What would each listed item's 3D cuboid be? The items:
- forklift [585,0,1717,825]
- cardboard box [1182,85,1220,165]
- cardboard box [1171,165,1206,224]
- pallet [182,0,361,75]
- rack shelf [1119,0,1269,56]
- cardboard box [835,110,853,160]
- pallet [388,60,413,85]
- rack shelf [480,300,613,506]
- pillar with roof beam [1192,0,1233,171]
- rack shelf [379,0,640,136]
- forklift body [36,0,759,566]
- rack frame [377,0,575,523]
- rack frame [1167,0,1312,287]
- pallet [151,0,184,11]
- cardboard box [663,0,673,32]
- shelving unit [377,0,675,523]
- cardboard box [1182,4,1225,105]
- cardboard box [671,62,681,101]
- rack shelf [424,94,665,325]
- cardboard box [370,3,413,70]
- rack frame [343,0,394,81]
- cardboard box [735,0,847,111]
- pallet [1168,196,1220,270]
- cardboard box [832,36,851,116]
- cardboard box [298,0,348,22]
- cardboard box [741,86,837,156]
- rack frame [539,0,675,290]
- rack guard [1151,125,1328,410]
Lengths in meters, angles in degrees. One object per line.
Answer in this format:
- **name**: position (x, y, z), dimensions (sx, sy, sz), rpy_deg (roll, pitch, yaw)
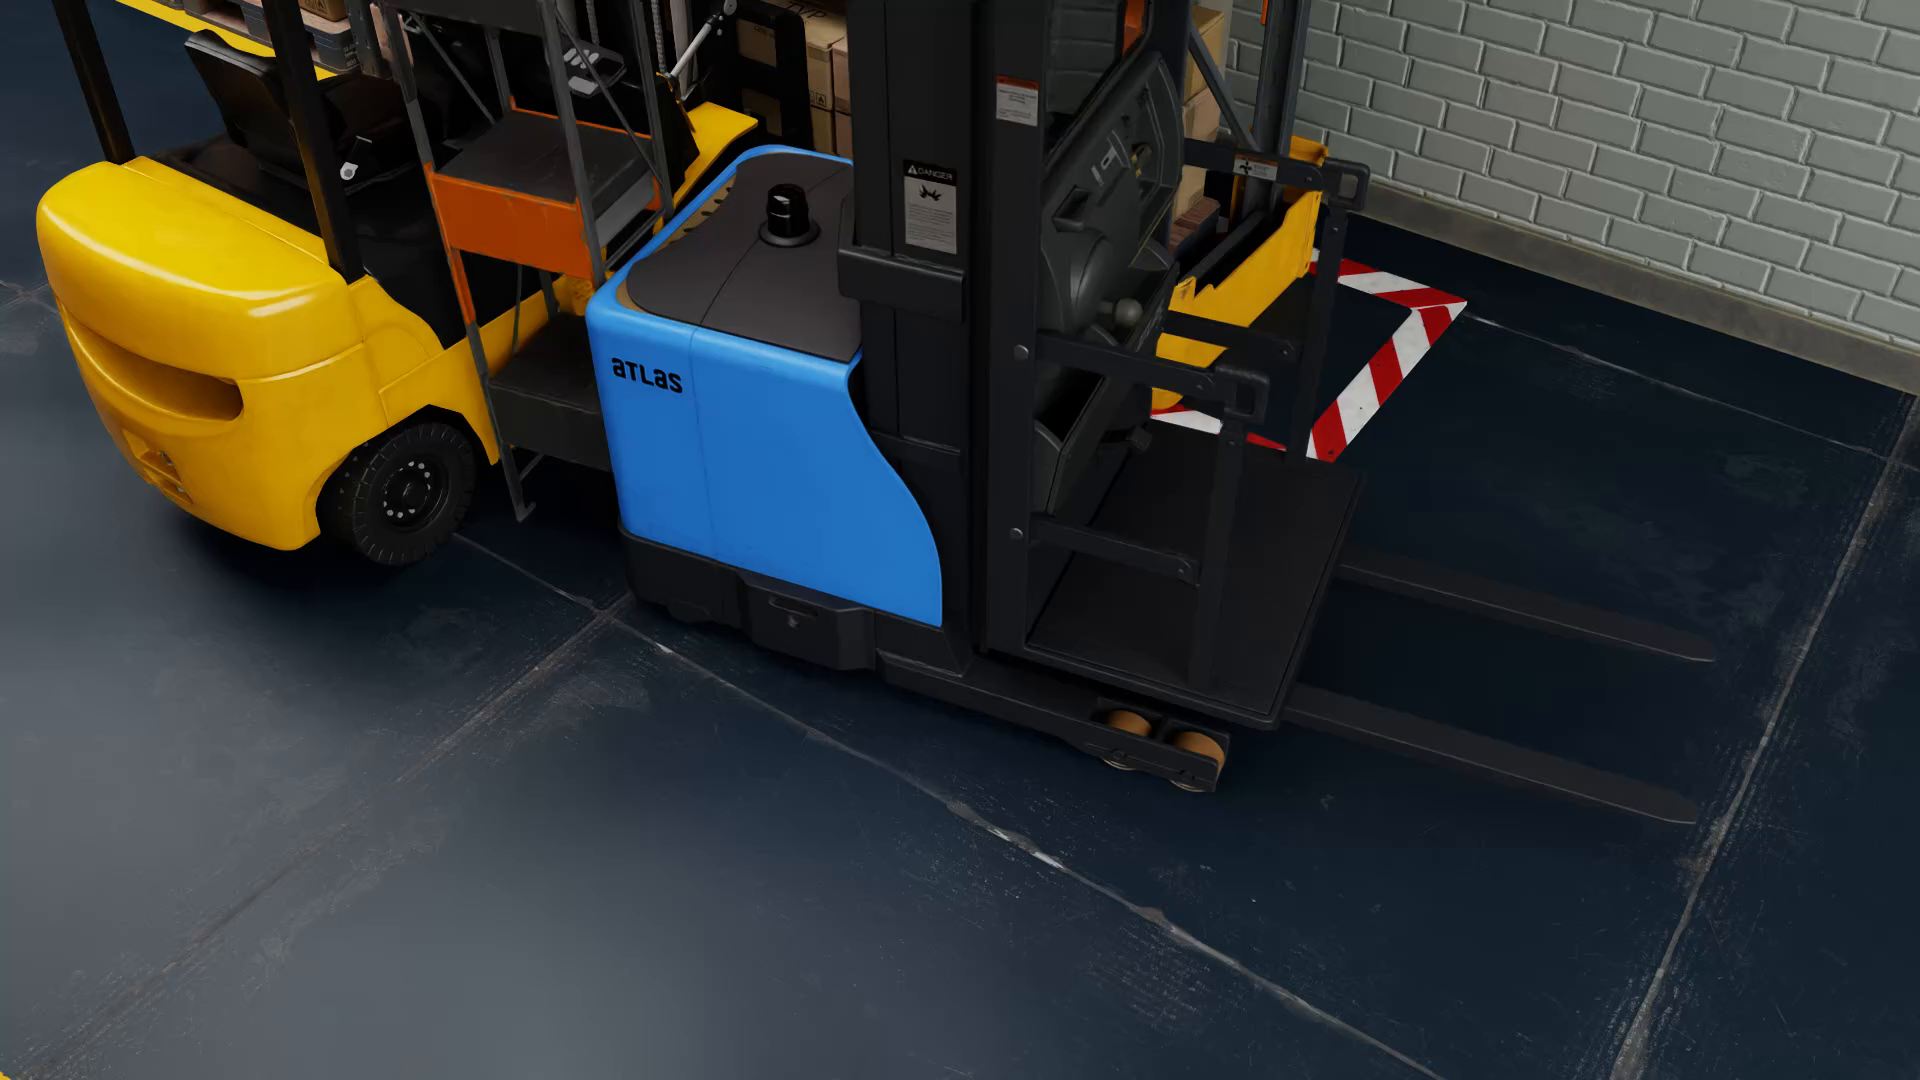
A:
- **forklift**: position (0.563, -0.819, 3.967), dimensions (3.031, 2.935, 1.130), rpy_deg (16, 44, 17)
- **cardboard box**: position (0.616, -1.556, 6.112), dimensions (0.500, 0.250, 0.500), rpy_deg (26, 48, 26)
- **cardboard box**: position (0.591, -1.372, 6.280), dimensions (0.500, 0.250, 0.500), rpy_deg (25, 48, 25)
- **pallet**: position (-3.019, -2.698, 8.107), dimensions (1.213, 0.211, 1.003), rpy_deg (25, 48, 25)
- **rack shelf**: position (-0.756, -2.443, 6.270), dimensions (4.000, 0.370, 1.077), rpy_deg (25, 48, 25)
- **cardboard box**: position (-0.101, -1.477, 6.023), dimensions (0.500, 0.250, 0.500), rpy_deg (25, 47, 25)
- **pallet**: position (-1.767, -2.110, 7.450), dimensions (1.213, 0.211, 1.003), rpy_deg (25, 48, 25)
- **rack shelf**: position (-1.110, -0.367, 5.141), dimensions (0.480, 0.518, 0.431), rpy_deg (15, 46, 17)
- **pillar with roof beam**: position (-1.643, -2.589, 1.395), dimensions (0.400, 9.000, 9.100), rpy_deg (25, 48, 25)
- **rack shelf**: position (-1.133, -1.389, 4.184), dimensions (0.480, 0.518, 0.431), rpy_deg (15, 46, 17)
- **forklift body**: position (-1.719, -1.359, 5.155), dimensions (1.214, 2.155, 2.313), rpy_deg (25, 48, 25)
- **rack frame**: position (-1.346, -0.950, 4.725), dimensions (0.015, 2.100, 0.400), rpy_deg (15, 46, 17)
- **rack frame**: position (0.881, -1.945, 5.174), dimensions (0.127, 3.000, 1.000), rpy_deg (25, 48, 25)
- **pallet**: position (-4.022, -3.165, 8.629), dimensions (1.213, 0.211, 1.003), rpy_deg (25, 48, 25)
- **cardboard box**: position (-0.926, -2.034, 6.270), dimensions (0.500, 0.250, 0.500), rpy_deg (24, 47, 25)
- **shelving unit**: position (-1.122, -0.888, 4.653), dimensions (0.503, 2.100, 0.431), rpy_deg (15, 46, 17)
- **cardboard box**: position (0.596, -1.737, 5.939), dimensions (0.500, 0.250, 0.500), rpy_deg (24, 47, 25)
- **cardboard box**: position (-0.944, -1.856, 6.447), dimensions (0.500, 0.250, 0.500), rpy_deg (25, 47, 25)
- **rack shelf**: position (-1.121, -0.878, 4.662), dimensions (0.480, 0.518, 0.431), rpy_deg (15, 46, 17)
- **cardboard box**: position (-2.188, -2.242, 7.254), dimensions (0.500, 0.250, 0.500), rpy_deg (26, 48, 26)
- **rack frame**: position (-2.394, -3.476, 6.886), dimensions (0.127, 3.000, 1.000), rpy_deg (25, 48, 25)
- **cardboard box**: position (-0.515, -1.835, 6.049), dimensions (0.500, 0.250, 0.500), rpy_deg (26, 48, 26)
- **pallet**: position (0.231, -1.176, 6.406), dimensions (1.213, 0.211, 1.003), rpy_deg (25, 48, 25)
- **cardboard box**: position (-0.096, -1.648, 5.839), dimensions (0.500, 0.250, 0.500), rpy_deg (26, 48, 26)
- **cardboard box**: position (-2.827, -2.942, 7.754), dimensions (0.625, 0.625, 0.875), rpy_deg (27, 48, 27)
- **cardboard box**: position (-0.536, -1.663, 6.231), dimensions (0.500, 0.250, 0.500), rpy_deg (24, 47, 24)
- **rack frame**: position (-0.897, -0.826, 4.582), dimensions (0.015, 2.100, 0.400), rpy_deg (15, 46, 17)
- **rack guard**: position (0.901, -1.004, 5.997), dimensions (0.348, 0.500, 1.175), rpy_deg (25, 48, 25)
